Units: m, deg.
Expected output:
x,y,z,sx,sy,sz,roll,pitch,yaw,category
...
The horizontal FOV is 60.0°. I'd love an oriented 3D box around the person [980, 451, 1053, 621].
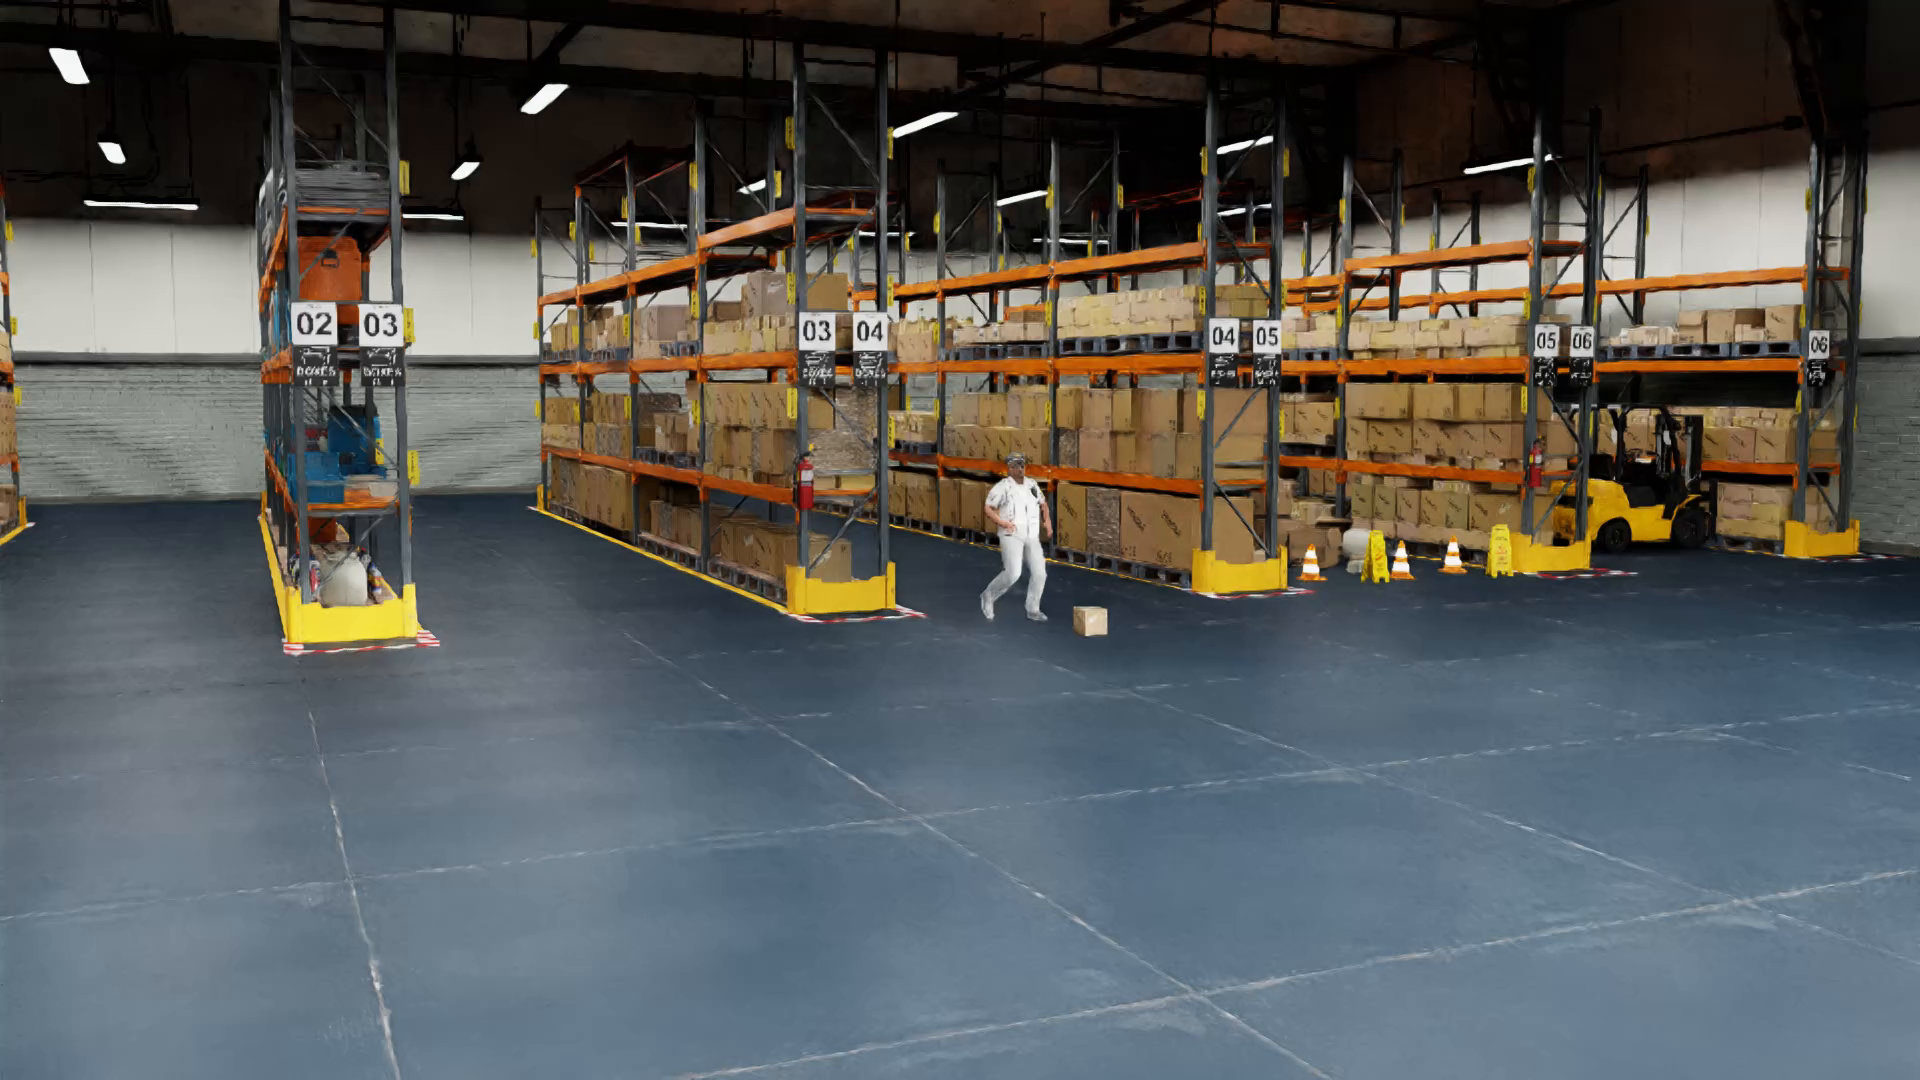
x,y,z,sx,sy,sz,roll,pitch,yaw,category
0.621,-0.042,17.209,0.783,1.756,0.510,-3,6,-30,person
